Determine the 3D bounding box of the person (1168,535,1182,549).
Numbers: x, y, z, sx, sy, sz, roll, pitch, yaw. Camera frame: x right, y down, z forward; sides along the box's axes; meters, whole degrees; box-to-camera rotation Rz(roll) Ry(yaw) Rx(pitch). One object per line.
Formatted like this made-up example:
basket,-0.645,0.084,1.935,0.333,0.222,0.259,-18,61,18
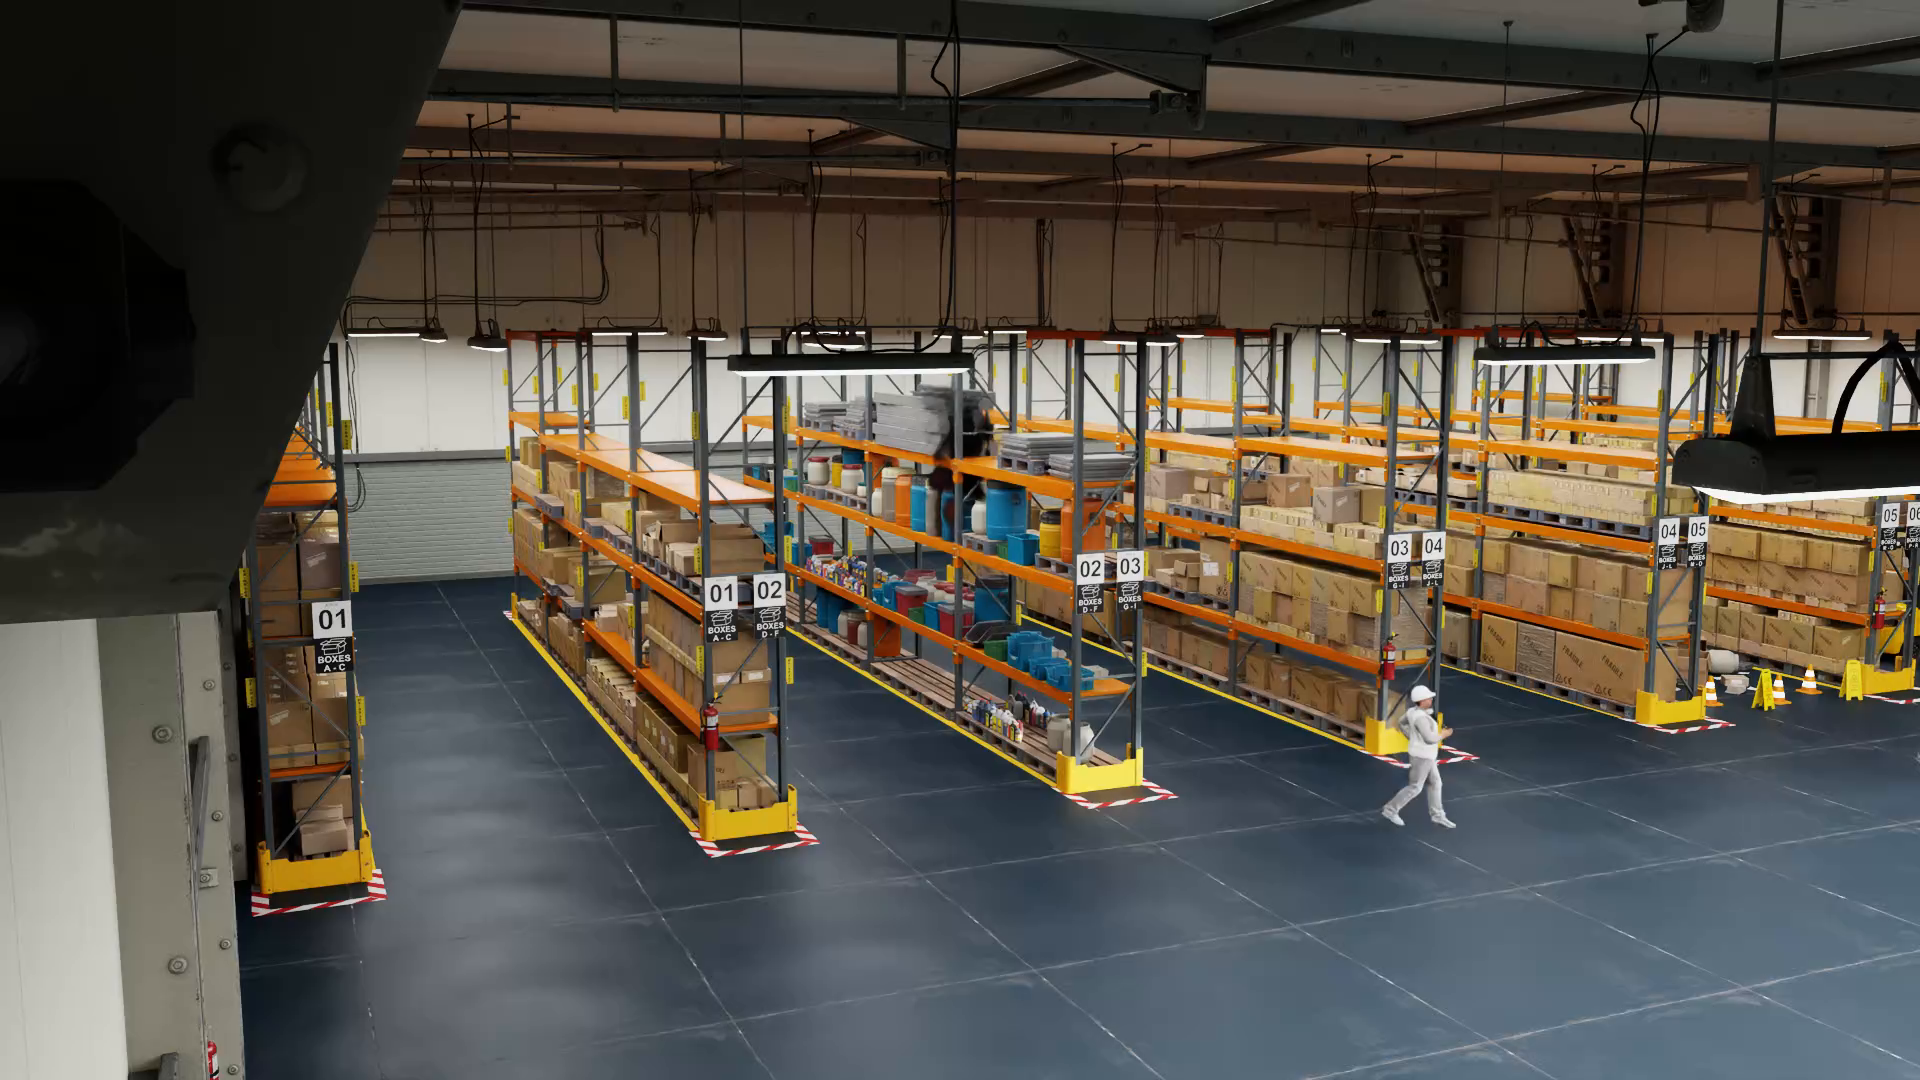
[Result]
person,5.423,-0.221,42.147,0.682,1.719,0.549,-3,8,-21

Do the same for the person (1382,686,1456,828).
person,5.664,2.667,20.417,0.910,1.793,0.644,1,8,9
